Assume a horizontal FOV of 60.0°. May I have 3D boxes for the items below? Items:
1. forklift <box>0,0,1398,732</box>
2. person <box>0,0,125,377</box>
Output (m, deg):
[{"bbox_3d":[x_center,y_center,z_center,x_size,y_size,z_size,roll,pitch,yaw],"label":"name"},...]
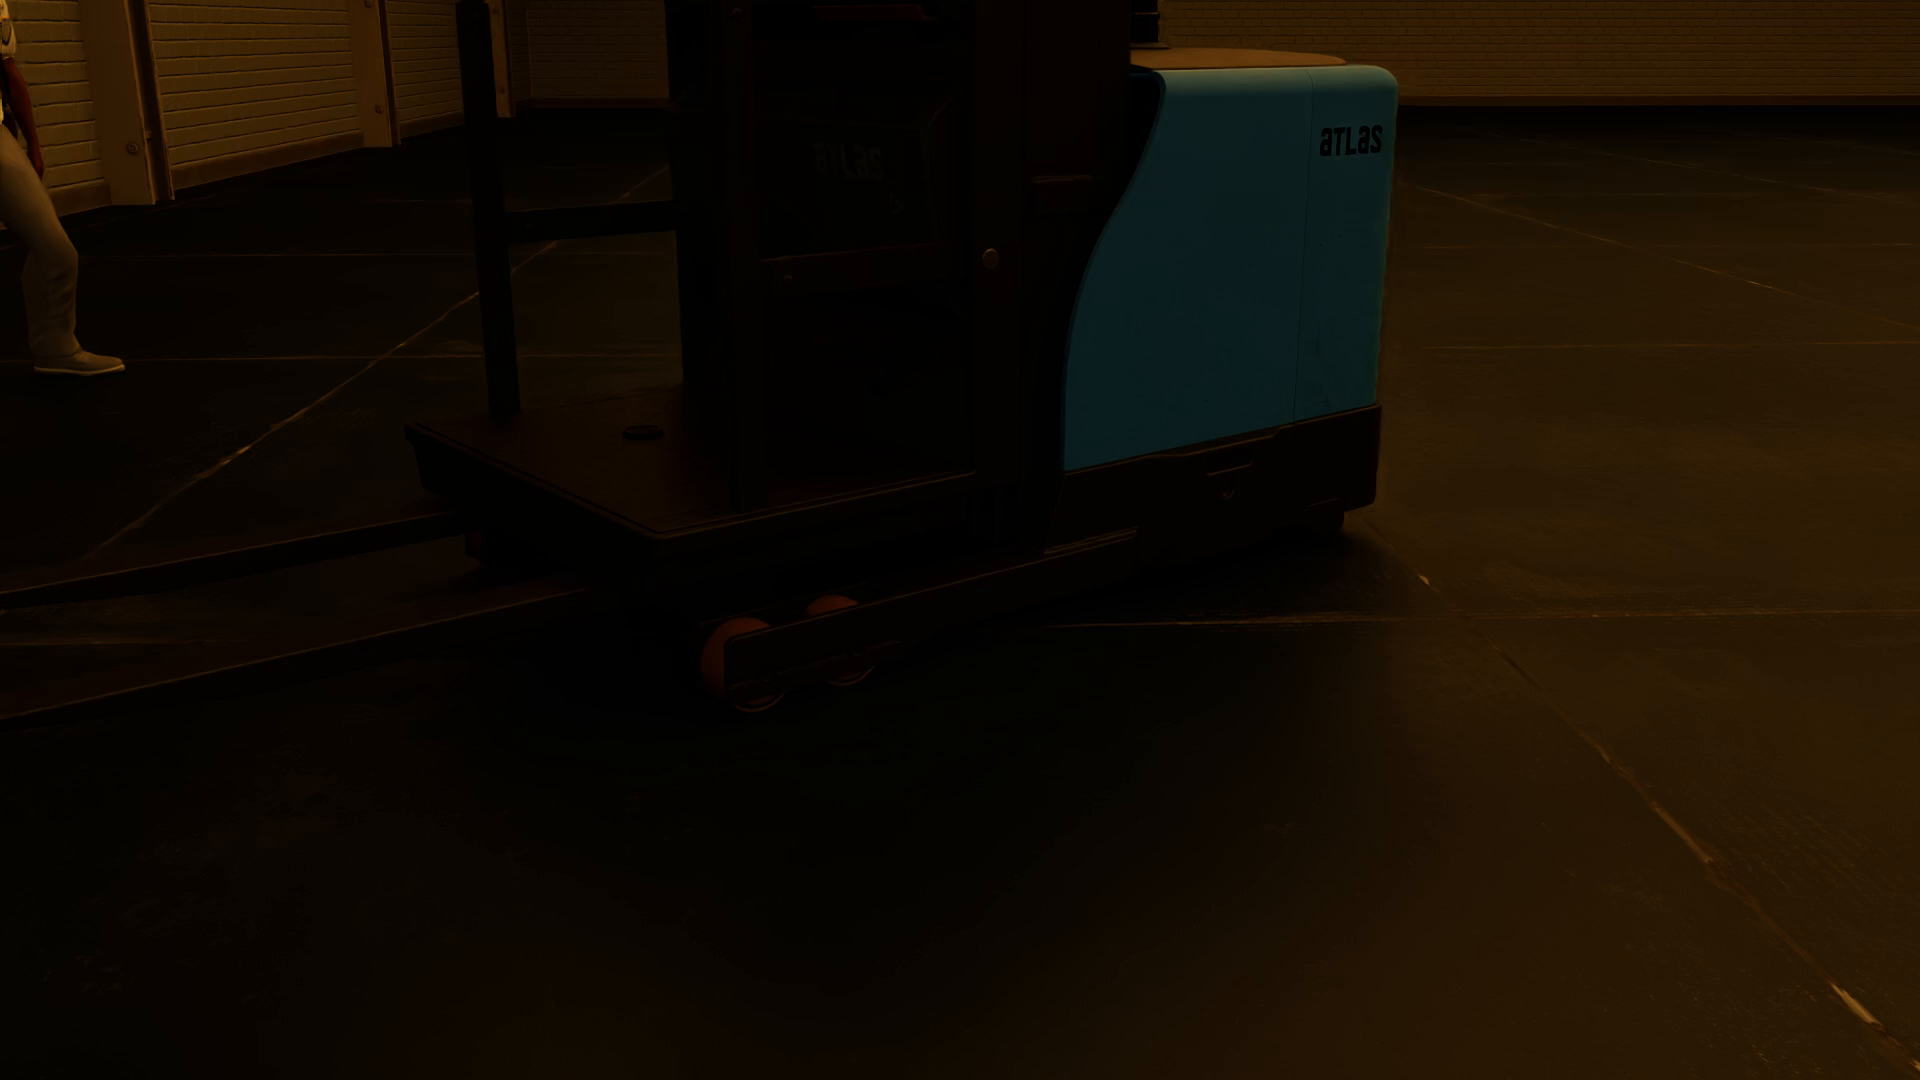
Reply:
[{"bbox_3d":[-0.468,-1.271,3.064,3.031,2.935,1.130,-13,21,-37],"label":"forklift"},{"bbox_3d":[-3.278,-1.275,5.401,0.812,1.637,0.437,-16,23,-41],"label":"person"}]
